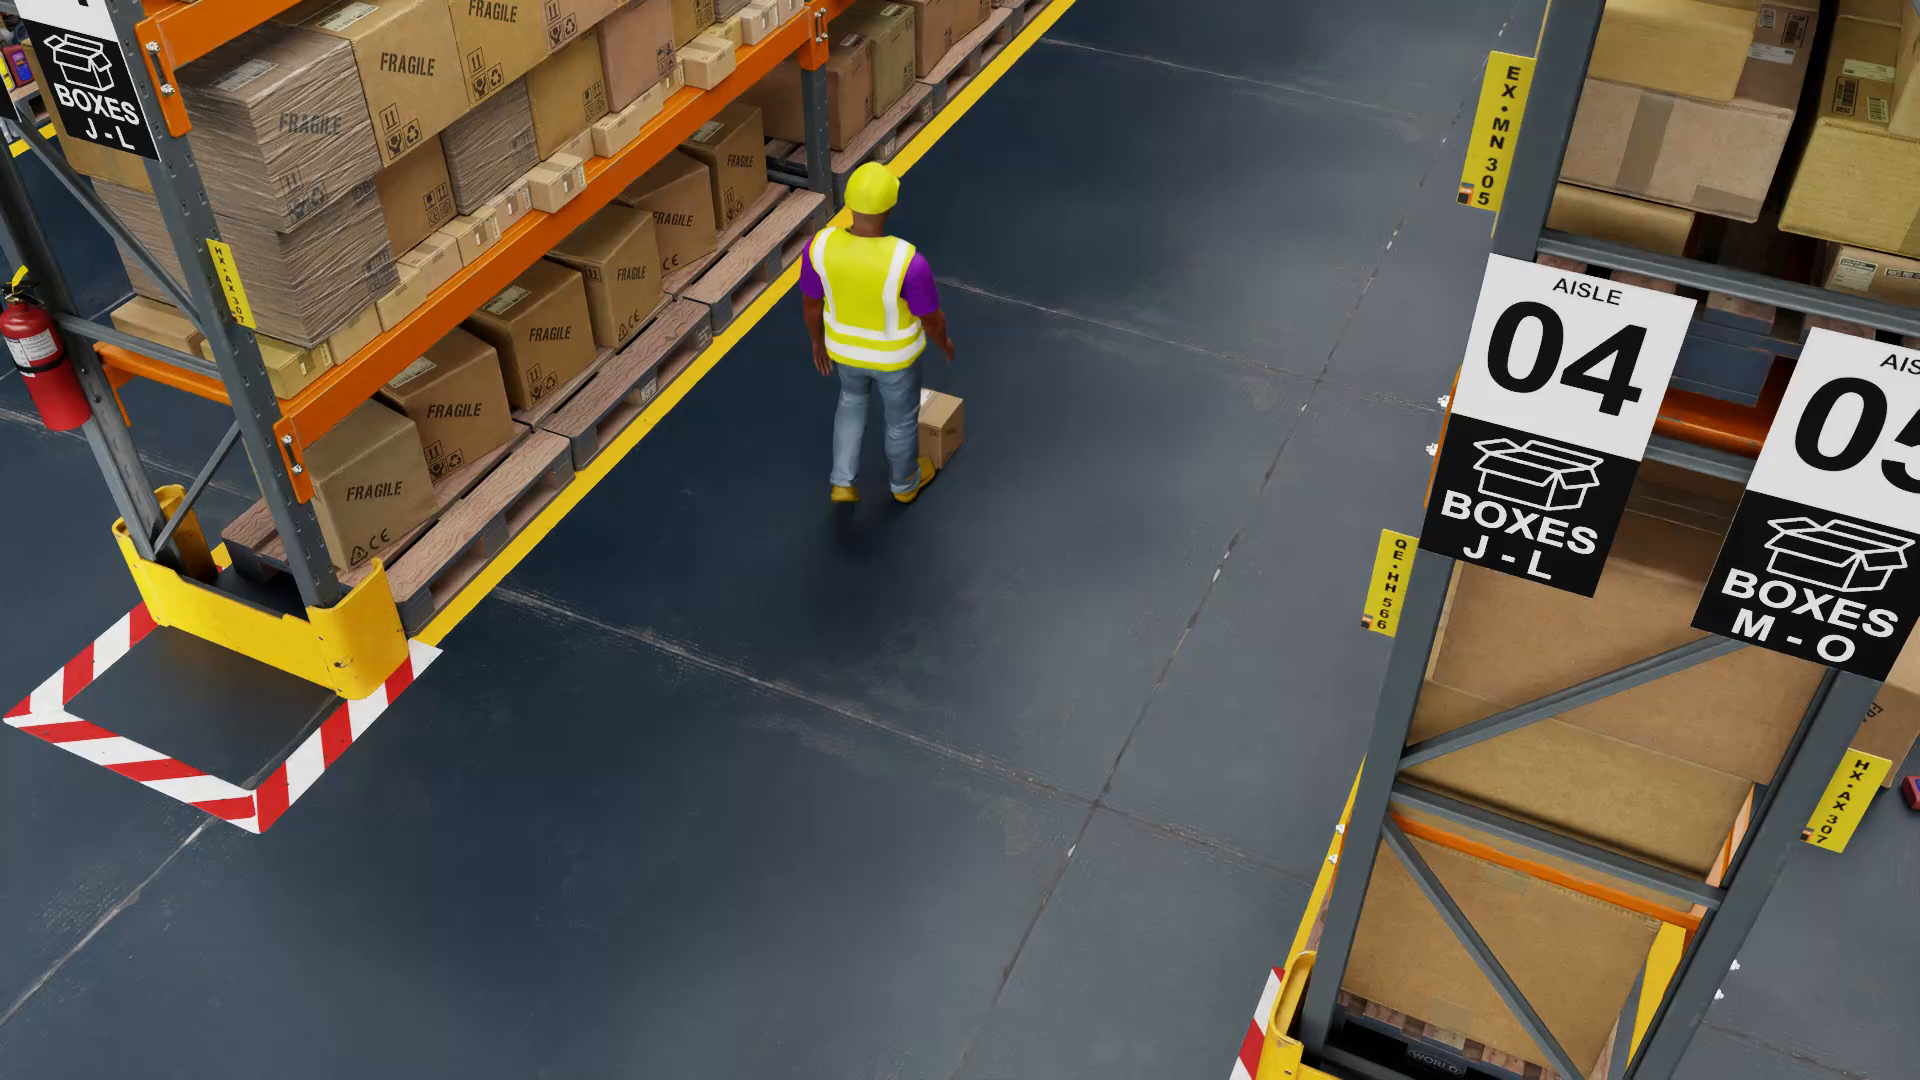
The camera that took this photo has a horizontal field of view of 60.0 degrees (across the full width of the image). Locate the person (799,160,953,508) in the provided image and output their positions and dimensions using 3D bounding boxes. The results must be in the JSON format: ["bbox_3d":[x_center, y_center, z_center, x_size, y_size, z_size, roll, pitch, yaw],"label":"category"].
[{"bbox_3d":[-0.327,-0.842,7.089,0.592,1.800,0.525,18,45,19],"label":"person"}]
